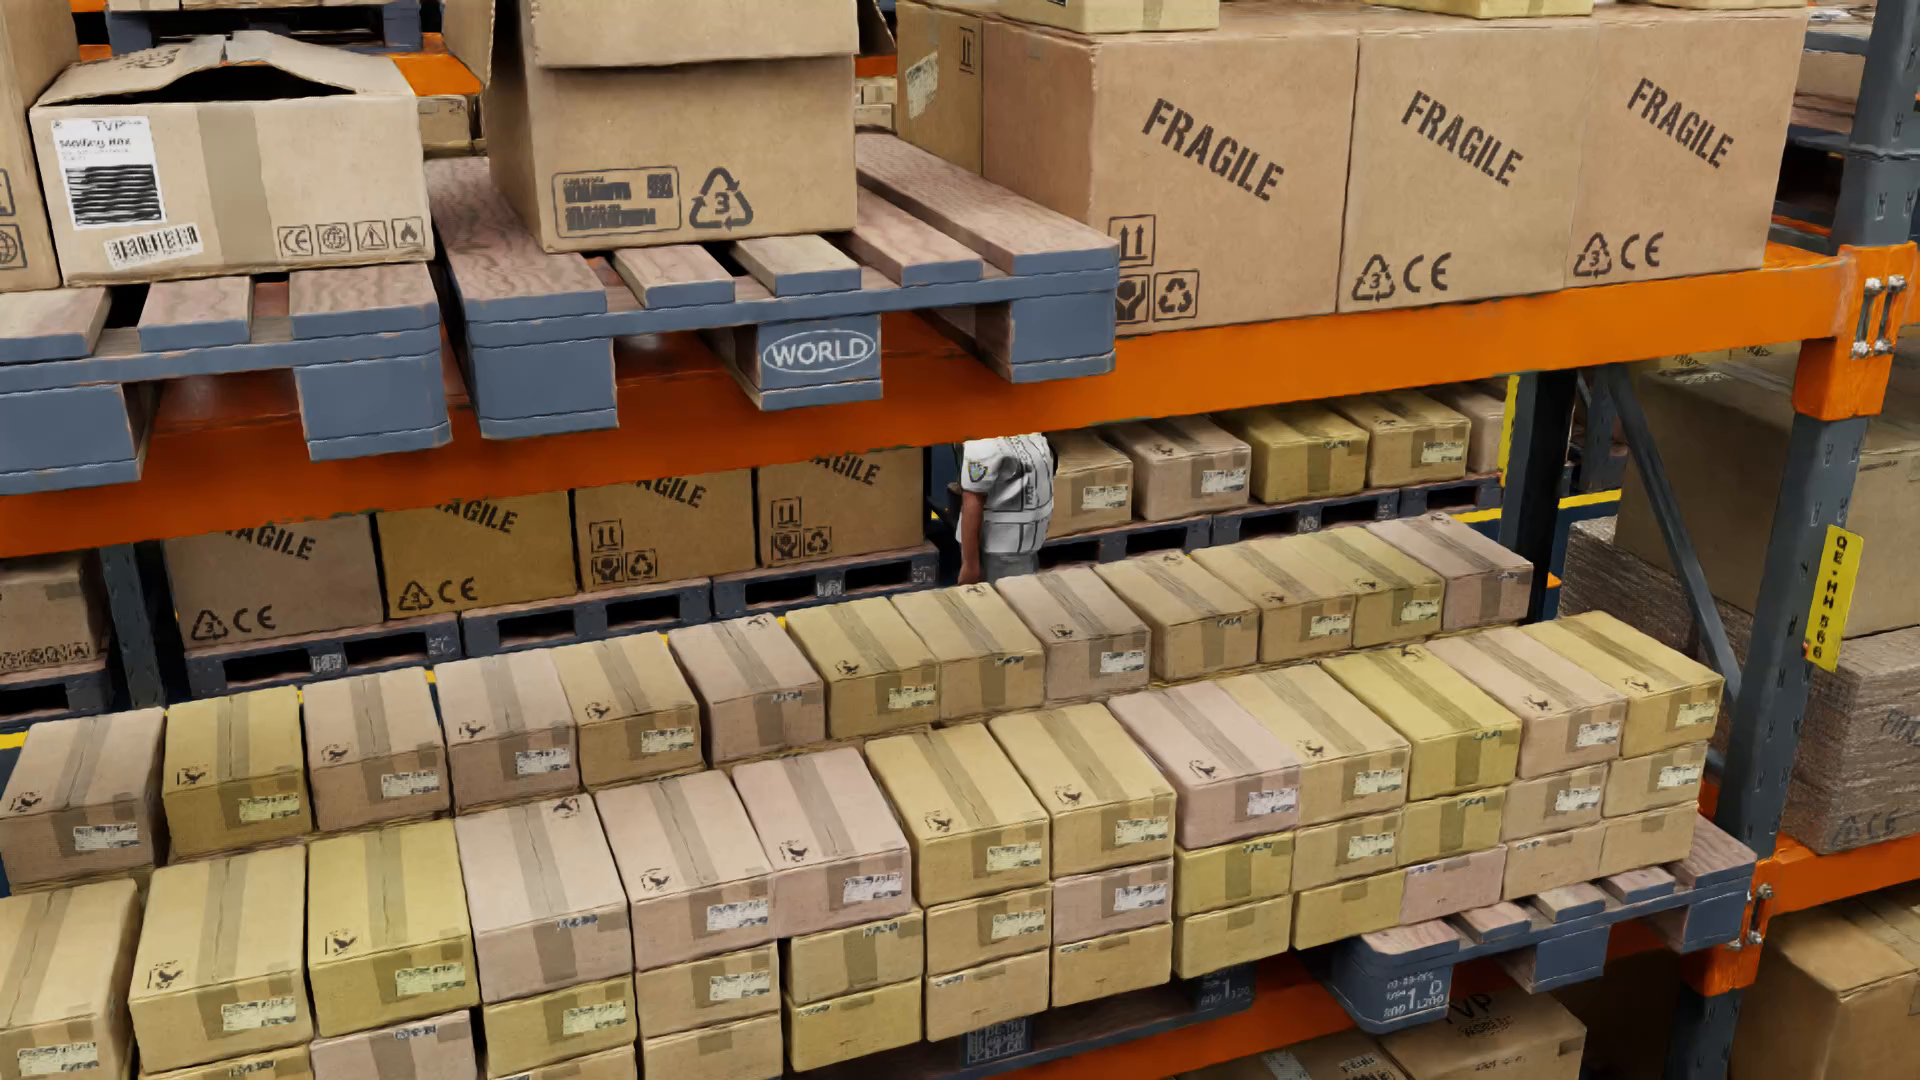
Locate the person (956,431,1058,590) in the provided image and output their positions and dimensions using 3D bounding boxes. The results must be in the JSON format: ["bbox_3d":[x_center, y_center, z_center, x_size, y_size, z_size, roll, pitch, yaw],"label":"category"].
[{"bbox_3d":[0.153,-0.016,7.116,0.615,1.749,0.606,4,23,10],"label":"person"}]
